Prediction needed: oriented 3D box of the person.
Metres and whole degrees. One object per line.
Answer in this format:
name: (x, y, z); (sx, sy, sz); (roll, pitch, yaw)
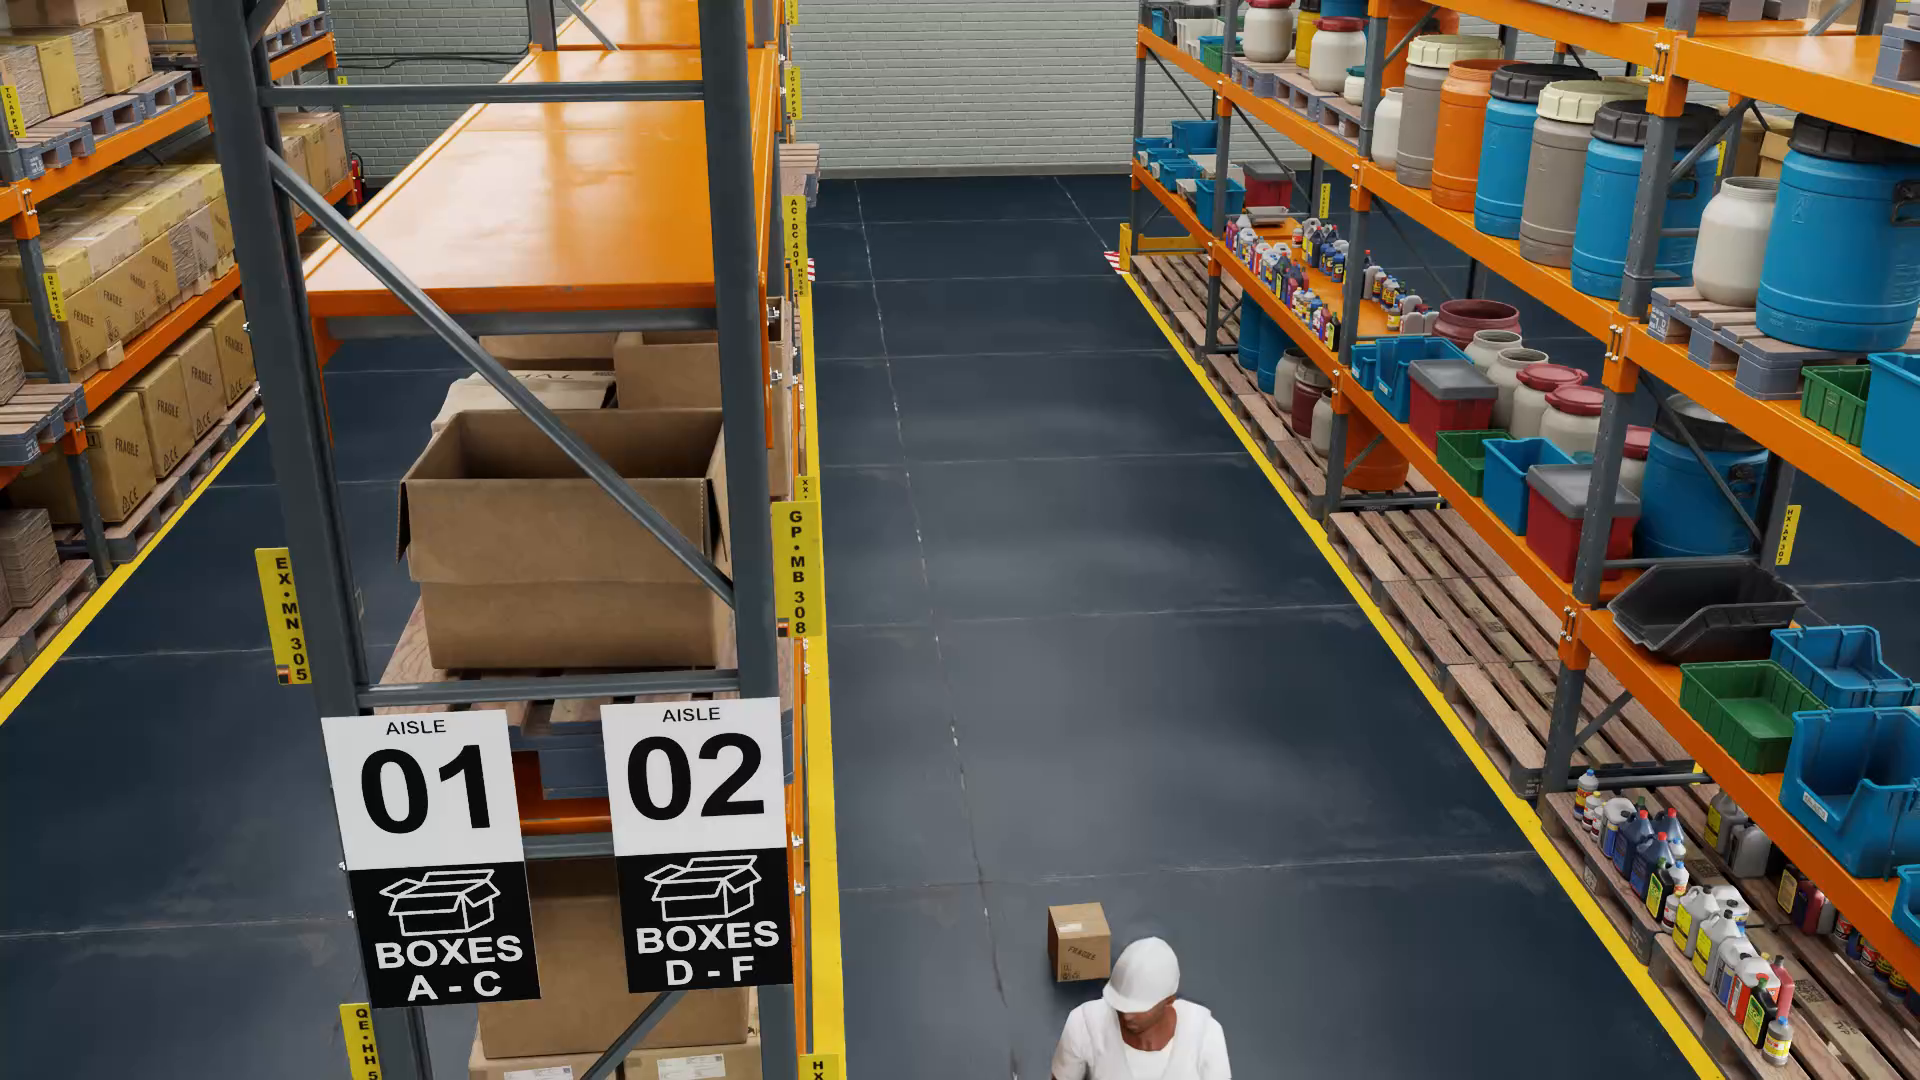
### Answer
person: (0.616, 2.107, 5.432); (0.564, 1.718, 0.933); (-4, 24, -8)
